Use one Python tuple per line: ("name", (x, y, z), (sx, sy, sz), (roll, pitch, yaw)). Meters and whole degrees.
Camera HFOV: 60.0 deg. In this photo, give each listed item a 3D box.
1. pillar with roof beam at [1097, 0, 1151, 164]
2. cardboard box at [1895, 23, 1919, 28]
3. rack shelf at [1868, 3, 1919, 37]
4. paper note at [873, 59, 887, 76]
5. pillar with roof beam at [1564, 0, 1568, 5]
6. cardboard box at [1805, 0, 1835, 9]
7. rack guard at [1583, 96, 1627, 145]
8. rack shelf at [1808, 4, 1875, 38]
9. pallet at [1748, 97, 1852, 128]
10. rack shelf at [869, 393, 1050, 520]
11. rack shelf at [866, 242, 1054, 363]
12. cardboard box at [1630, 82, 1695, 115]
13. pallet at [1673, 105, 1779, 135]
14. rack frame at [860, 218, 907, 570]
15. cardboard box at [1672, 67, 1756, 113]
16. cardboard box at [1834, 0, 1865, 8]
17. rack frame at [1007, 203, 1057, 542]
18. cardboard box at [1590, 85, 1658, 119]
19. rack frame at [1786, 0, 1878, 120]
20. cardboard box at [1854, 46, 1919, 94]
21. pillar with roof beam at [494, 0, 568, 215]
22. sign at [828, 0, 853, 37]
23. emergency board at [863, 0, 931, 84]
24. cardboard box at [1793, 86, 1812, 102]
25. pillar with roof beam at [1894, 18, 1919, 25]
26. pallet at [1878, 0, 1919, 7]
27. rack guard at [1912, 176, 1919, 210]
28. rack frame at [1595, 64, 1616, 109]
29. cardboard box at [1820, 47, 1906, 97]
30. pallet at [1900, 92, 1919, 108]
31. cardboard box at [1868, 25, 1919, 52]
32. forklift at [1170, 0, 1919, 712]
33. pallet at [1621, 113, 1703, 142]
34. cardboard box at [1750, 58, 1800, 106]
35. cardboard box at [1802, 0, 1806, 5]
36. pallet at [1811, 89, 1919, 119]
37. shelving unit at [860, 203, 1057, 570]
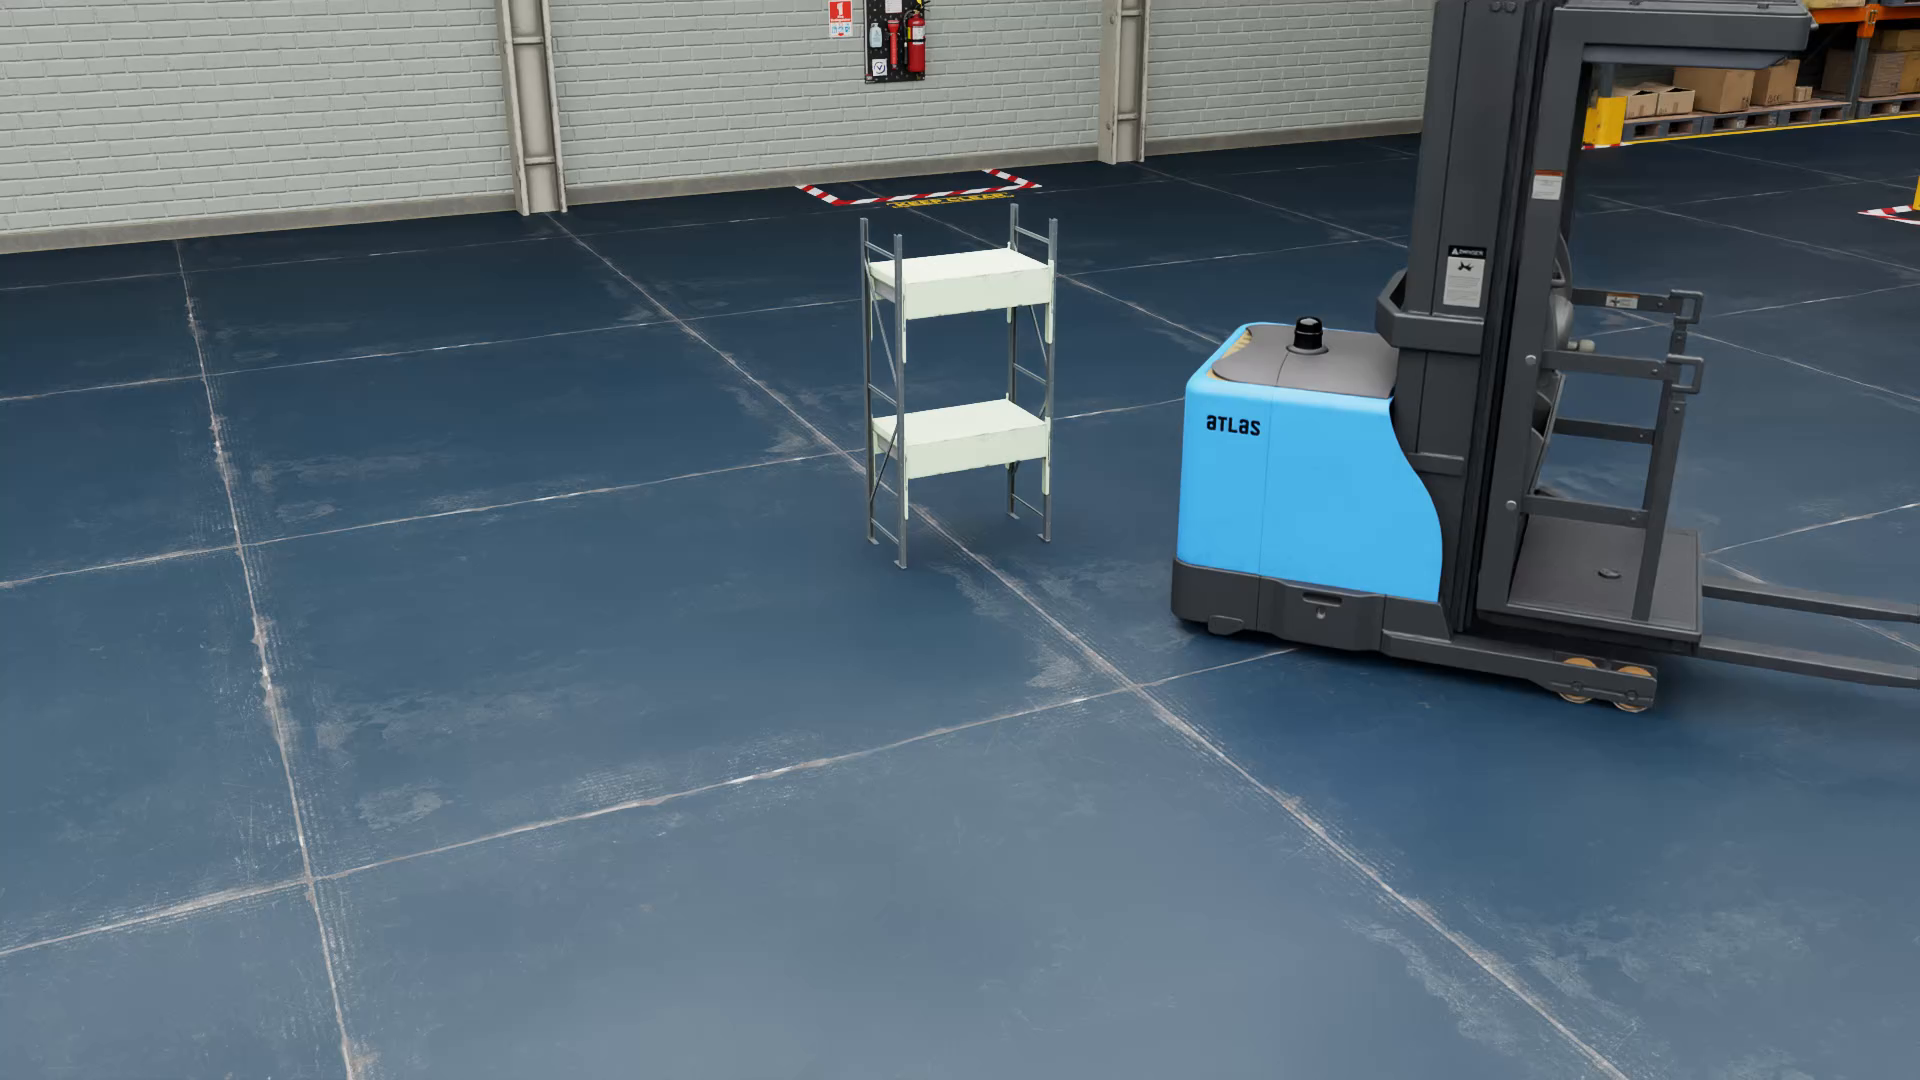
("pillar with roof beam", (3.533, -6.616, 11.966), (0.400, 9.000, 9.100), (-10, 25, -24))
("cardboard box", (11.940, -6.256, 20.655), (0.500, 0.250, 0.500), (-11, 25, -25))
("rack shelf", (12.223, -6.571, 20.643), (4.000, 0.370, 1.077), (-10, 25, -24))
("paper note", (-0.766, -4.518, 15.894), (0.142, 0.148, 0.016), (-10, 25, -24))
("pillar with roof beam", (8.940, -7.611, 14.371), (0.400, 9.000, 9.100), (-10, 25, -24))
("cardboard box", (9.674, -6.249, 19.094), (0.500, 0.250, 0.500), (-10, 25, -23))
("rack guard", (6.886, -4.766, 18.610), (0.348, 0.500, 1.175), (-10, 25, -24))
("rack shelf", (8.619, -5.908, 19.041), (4.000, 0.370, 1.077), (-10, 25, -24))
("pallet", (9.832, -5.160, 19.939), (1.213, 0.211, 1.003), (-10, 25, -24))
("rack shelf", (-0.006, -0.391, 7.585), (0.720, 0.370, 0.431), (-10, 25, -24))
("rack shelf", (-0.006, -1.052, 7.311), (0.720, 0.370, 0.431), (-10, 25, -24))
("cardboard box", (7.993, -5.048, 18.962), (0.500, 0.311, 0.500), (-8, 24, -19))
("pallet", (8.731, -4.956, 19.447), (1.213, 0.211, 1.003), (-10, 25, -24))
("rack frame", (-0.336, -0.631, 7.314), (0.023, 1.500, 0.400), (-10, 25, -24))
("cardboard box", (8.676, -5.239, 19.179), (0.500, 0.500, 0.700), (-12, 25, -27))
("cardboard box", (10.126, -6.329, 19.287), (0.500, 0.250, 0.500), (-10, 25, -23))
("rack frame", (0.324, -0.753, 7.607), (0.023, 1.500, 0.400), (-10, 25, -24))
("cardboard box", (7.480, -4.953, 18.734), (0.500, 0.311, 0.500), (-14, 26, -30))
("rack frame", (10.421, -6.572, 19.704), (0.127, 3.000, 1.000), (-10, 25, -24))
("cardboard box", (11.521, -5.851, 20.656), (0.500, 0.500, 0.700), (-11, 25, -25))
("pillar with roof beam", (-1.873, -5.620, 9.562), (0.400, 9.000, 9.100), (-10, 25, -24))
("sign", (-1.120, -4.891, 15.597), (0.234, 0.329, 0.001), (-10, 25, -24))
("emergency board", (-0.577, -4.931, 15.739), (0.643, 1.169, 0.194), (-10, 25, -24))
("cardboard box", (9.952, -5.367, 19.923), (0.250, 0.166, 0.380), (-14, 26, -30))
("pillar with roof beam", (14.346, -8.606, 16.775), (0.400, 9.000, 9.100), (-10, 25, -24))
("pallet", (11.173, -6.560, 19.926), (1.213, 0.211, 1.003), (-10, 25, -24))
("rack guard", (8.947, -3.043, 14.447), (0.348, 0.500, 1.175), (-10, 25, -24))
("rack frame", (6.817, -5.908, 18.102), (0.127, 3.000, 1.000), (-10, 25, -24))
("cardboard box", (11.077, -5.748, 20.407), (0.500, 0.500, 0.700), (-10, 24, -22))
("pallet", (12.223, -5.617, 21.043), (1.213, 0.211, 1.003), (-10, 25, -24))
("cardboard box", (11.473, -6.169, 20.443), (0.500, 0.250, 0.500), (-11, 25, -25))
("forklift", (2.438, -0.943, 6.196), (3.031, 2.935, 1.130), (9, 24, 20))
("pallet", (7.633, -4.755, 18.961), (1.213, 0.211, 1.003), (-10, 25, -24))
("cardboard box", (9.504, -5.434, 19.649), (0.500, 0.500, 0.500), (-12, 26, -28))
("cardboard box", (9.227, -6.160, 18.880), (0.500, 0.250, 0.500), (-11, 25, -24))
("pallet", (11.122, -5.413, 20.551), (1.213, 0.211, 1.003), (-10, 25, -24))
("shelving unit", (-0.006, -0.692, 7.460), (0.755, 1.500, 0.431), (-10, 25, -24))
